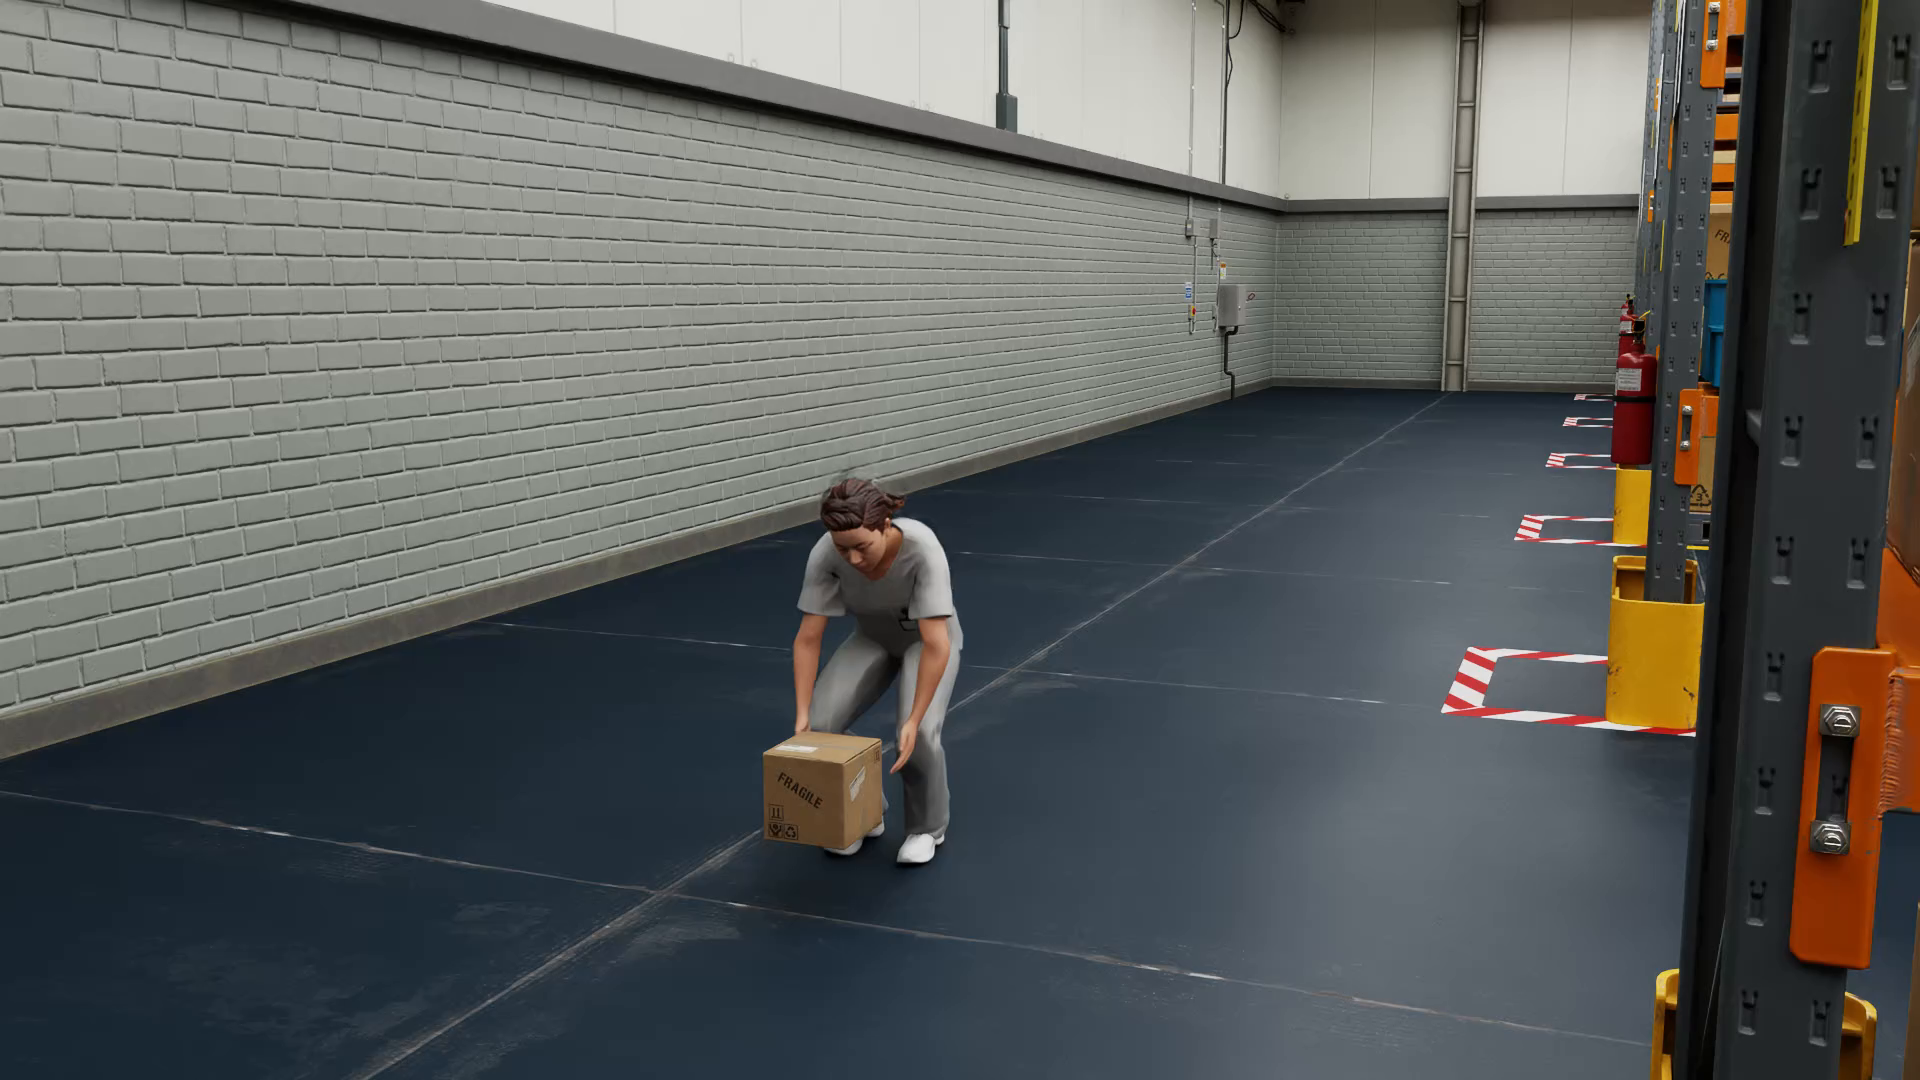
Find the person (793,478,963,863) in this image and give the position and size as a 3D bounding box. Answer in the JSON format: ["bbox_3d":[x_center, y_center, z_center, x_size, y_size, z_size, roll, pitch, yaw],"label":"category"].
[{"bbox_3d":[-0.215,0.380,4.988,0.496,1.194,0.725,3,9,21],"label":"person"}]
